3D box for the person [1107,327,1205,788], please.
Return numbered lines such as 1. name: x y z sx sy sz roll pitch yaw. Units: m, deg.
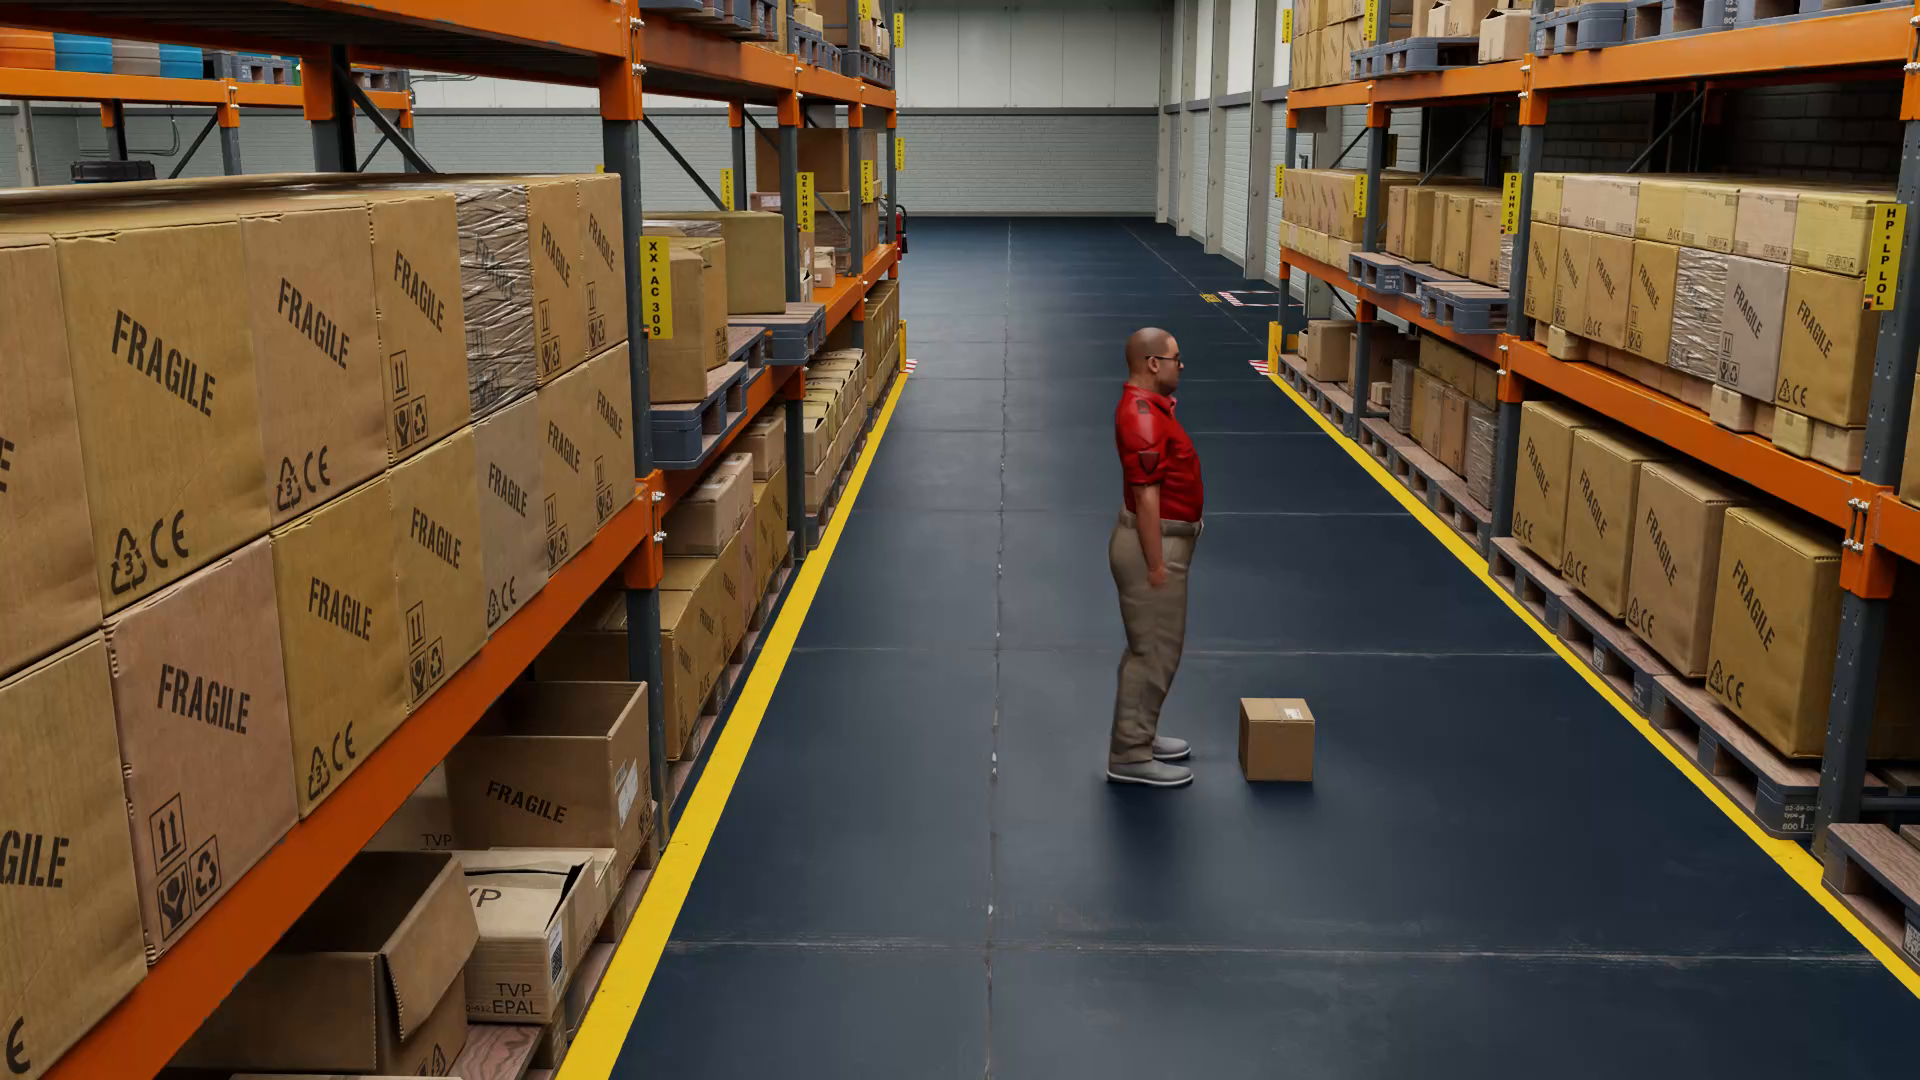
1. person: 0.747 0.055 6.328 0.361 1.724 0.527 1 14 3
